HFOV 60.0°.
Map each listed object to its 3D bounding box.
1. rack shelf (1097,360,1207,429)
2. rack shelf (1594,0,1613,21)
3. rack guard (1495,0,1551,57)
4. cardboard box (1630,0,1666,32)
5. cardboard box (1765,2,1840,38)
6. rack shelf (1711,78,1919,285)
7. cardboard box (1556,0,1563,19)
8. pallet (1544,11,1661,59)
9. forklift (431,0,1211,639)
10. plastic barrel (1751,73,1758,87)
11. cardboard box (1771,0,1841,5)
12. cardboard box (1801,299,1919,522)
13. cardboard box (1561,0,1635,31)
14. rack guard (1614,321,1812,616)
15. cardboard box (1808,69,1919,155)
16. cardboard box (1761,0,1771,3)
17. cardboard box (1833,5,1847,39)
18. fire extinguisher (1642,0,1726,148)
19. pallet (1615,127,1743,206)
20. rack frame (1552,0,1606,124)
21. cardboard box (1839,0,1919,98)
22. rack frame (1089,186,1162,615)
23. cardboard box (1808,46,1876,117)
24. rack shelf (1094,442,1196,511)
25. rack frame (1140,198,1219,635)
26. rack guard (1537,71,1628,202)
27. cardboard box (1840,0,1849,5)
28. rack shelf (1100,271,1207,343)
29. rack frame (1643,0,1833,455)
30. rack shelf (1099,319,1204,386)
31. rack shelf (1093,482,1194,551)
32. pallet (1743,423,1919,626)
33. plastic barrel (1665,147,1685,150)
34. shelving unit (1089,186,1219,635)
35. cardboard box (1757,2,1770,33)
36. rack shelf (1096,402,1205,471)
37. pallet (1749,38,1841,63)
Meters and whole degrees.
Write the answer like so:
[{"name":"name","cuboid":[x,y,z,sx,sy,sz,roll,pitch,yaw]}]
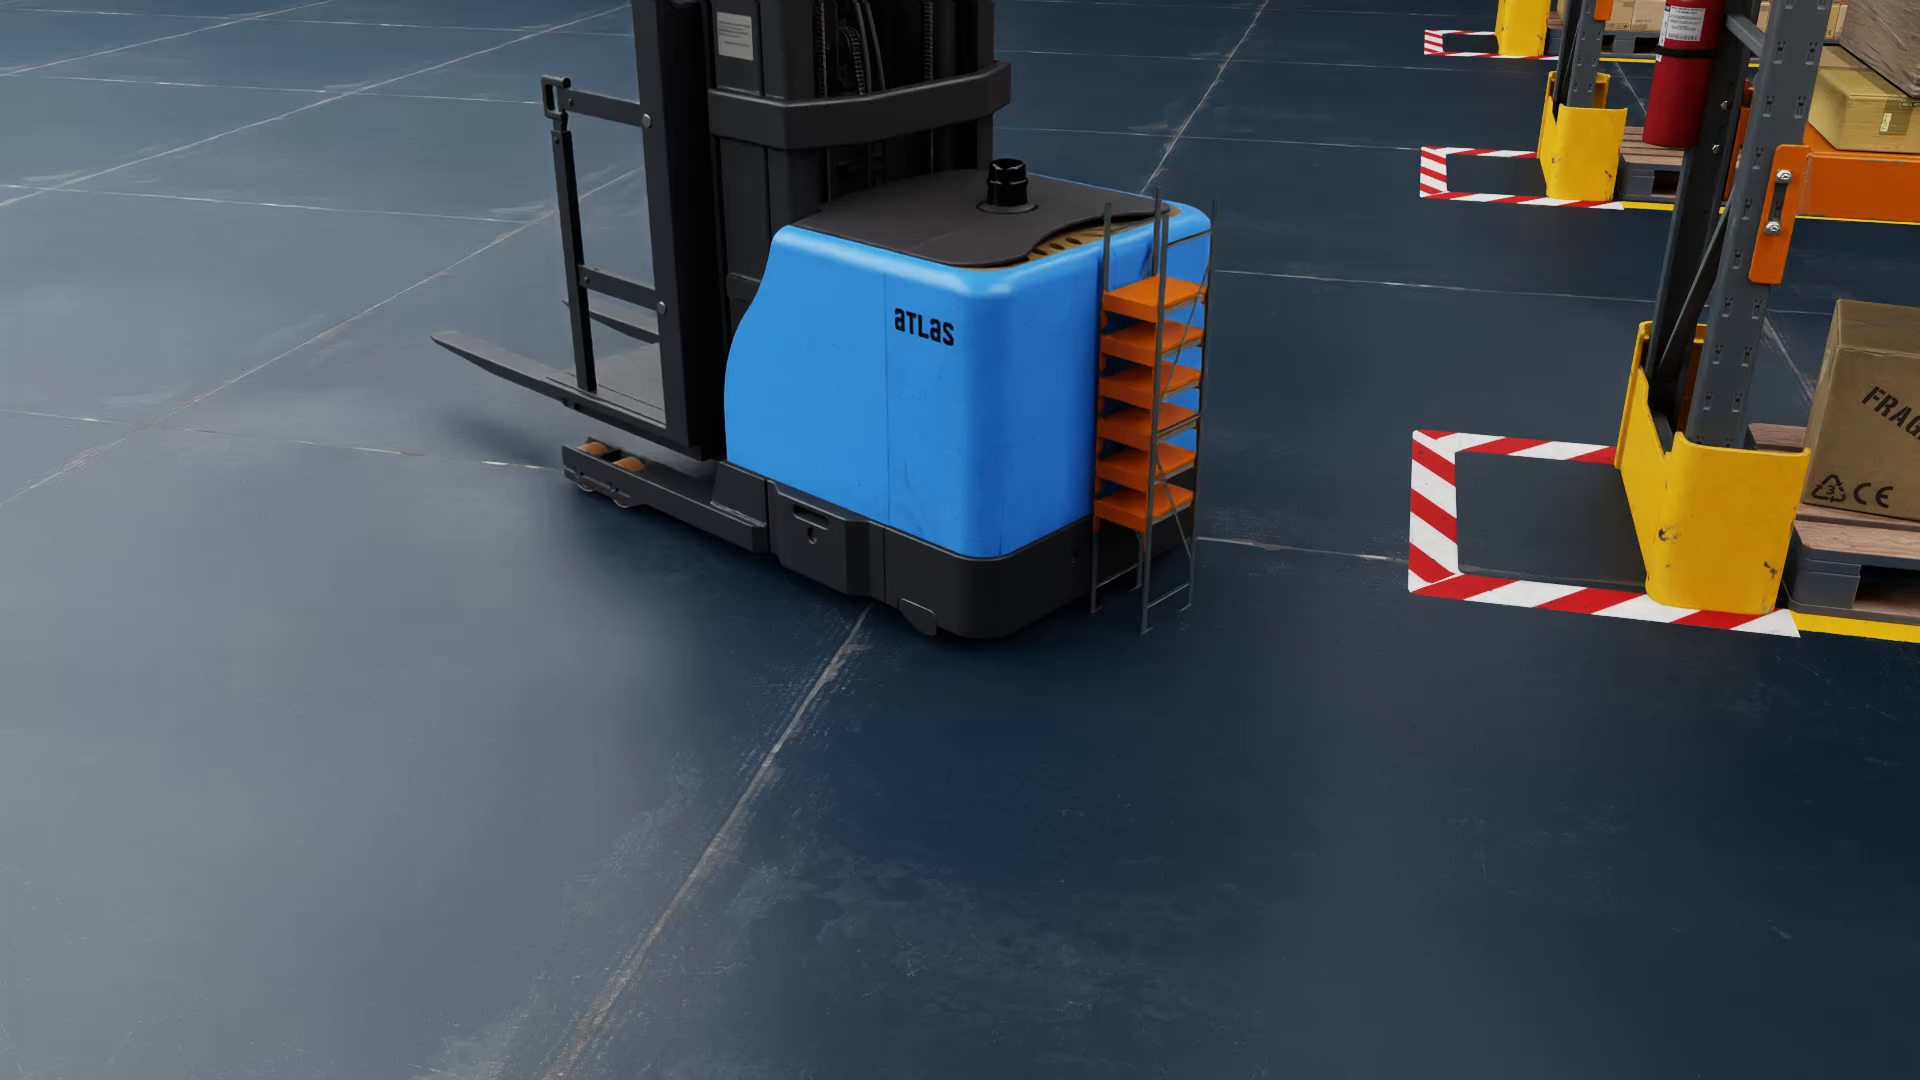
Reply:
[{"name":"rack shelf","cuboid":[0.524,-0.406,4.531,0.180,0.103,0.258,21,33,38]},{"name":"rack shelf","cuboid":[5.425,-2.922,8.735,4.000,0.370,1.077,6,26,13]},{"name":"rack guard","cuboid":[4.702,-4.397,13.904,0.348,0.500,1.175,6,26,13]},{"name":"cardboard box","cuboid":[5.674,-4.269,13.438,0.500,0.250,0.500,6,26,13]},{"name":"cardboard box","cuboid":[6.641,-4.160,13.208,0.500,0.250,0.500,6,26,13]},{"name":"rack shelf","cuboid":[4.191,-0.860,4.404,4.000,0.370,1.077,6,26,13]},{"name":"cardboard box","cuboid":[5.318,-4.537,14.000,0.500,0.250,0.500,6,26,13]},{"name":"pallet","cuboid":[5.476,-4.200,13.825,1.213,0.211,1.003,6,26,13]},{"name":"forklift","cuboid":[-0.693,-1.574,5.147,3.031,2.935,1.130,21,33,38]},{"name":"plastic barrel","cuboid":[4.630,-2.435,9.281,0.421,0.512,0.421,0,25,0]},{"name":"cardboard box","cuboid":[6.641,-4.498,13.046,0.500,0.500,0.500,6,26,13]},{"name":"cardboard box","cuboid":[2.855,-0.386,4.991,0.500,0.500,0.500,11,28,23]},{"name":"cardboard box","cuboid":[5.189,-4.321,13.547,0.500,0.250,0.500,6,26,13]},{"name":"rack guard","cuboid":[2.328,-0.262,5.220,0.348,0.500,1.175,6,26,13]},{"name":"cardboard box","cuboid":[2.471,-1.156,4.481,0.250,0.149,0.380,6,26,13]},{"name":"cardboard box","cuboid":[6.161,-4.559,13.174,0.500,0.500,0.500,6,26,13]},{"name":"cardboard box","cuboid":[7.126,-4.107,13.096,0.500,0.250,0.500,6,26,13]},{"name":"fire extinguisher","cuboid":[2.258,-1.568,5.145,0.183,0.674,0.296,6,26,13]},{"name":"pallet","cuboid":[4.358,-2.124,9.467,1.213,0.211,1.003,6,26,13]},{"name":"rack frame","cuboid":[3.488,-3.461,9.031,0.127,3.000,1.000,6,26,13]},{"name":"cardboard box","cuboid":[2.780,-1.508,4.466,0.500,0.500,0.875,6,26,13]},{"name":"rack frame","cuboid":[0.457,-0.364,4.619,0.006,1.200,0.240,21,33,38]},{"name":"cardboard box","cuboid":[2.581,-1.341,4.870,0.250,0.149,0.380,6,26,13]},{"name":"rack shelf","cuboid":[0.524,-0.189,4.634,0.180,0.103,0.258,21,33,38]},{"name":"rack frame","cuboid":[0.592,-0.311,4.508,0.006,1.200,0.240,21,33,38]},{"name":"rack guard","cuboid":[3.573,-2.344,9.592,0.348,0.500,1.175,6,26,13]},{"name":"cardboard box","cuboid":[7.129,-4.450,12.946,0.500,0.500,0.500,6,26,13]},{"name":"rack shelf","cuboid":[0.524,-0.623,4.428,0.180,0.103,0.258,21,33,38]},{"name":"rack frame","cuboid":[2.254,-1.399,4.699,0.127,3.000,1.000,6,26,13]},{"name":"rack shelf","cuboid":[0.524,-0.514,4.479,0.180,0.103,0.258,21,33,38]},{"name":"rack shelf","cuboid":[0.524,-0.081,4.686,0.180,0.103,0.258,21,33,38]},{"name":"pallet","cuboid":[3.106,-0.030,5.068,1.213,0.211,1.003,6,26,13]},{"name":"plastic barrel","cuboid":[4.144,-2.489,9.394,0.421,0.512,0.421,0,25,0]},{"name":"shelving unit","cuboid":[0.524,-0.338,4.564,0.189,1.200,0.258,21,33,38]},{"name":"cardboard box","cuboid":[6.158,-4.215,13.325,0.500,0.250,0.500,6,26,13]},{"name":"rack shelf","cuboid":[0.524,-0.298,4.583,0.180,0.103,0.258,21,33,38]},{"name":"pallet","cuboid":[6.654,-4.068,13.549,1.213,0.211,1.003,6,26,13]}]
